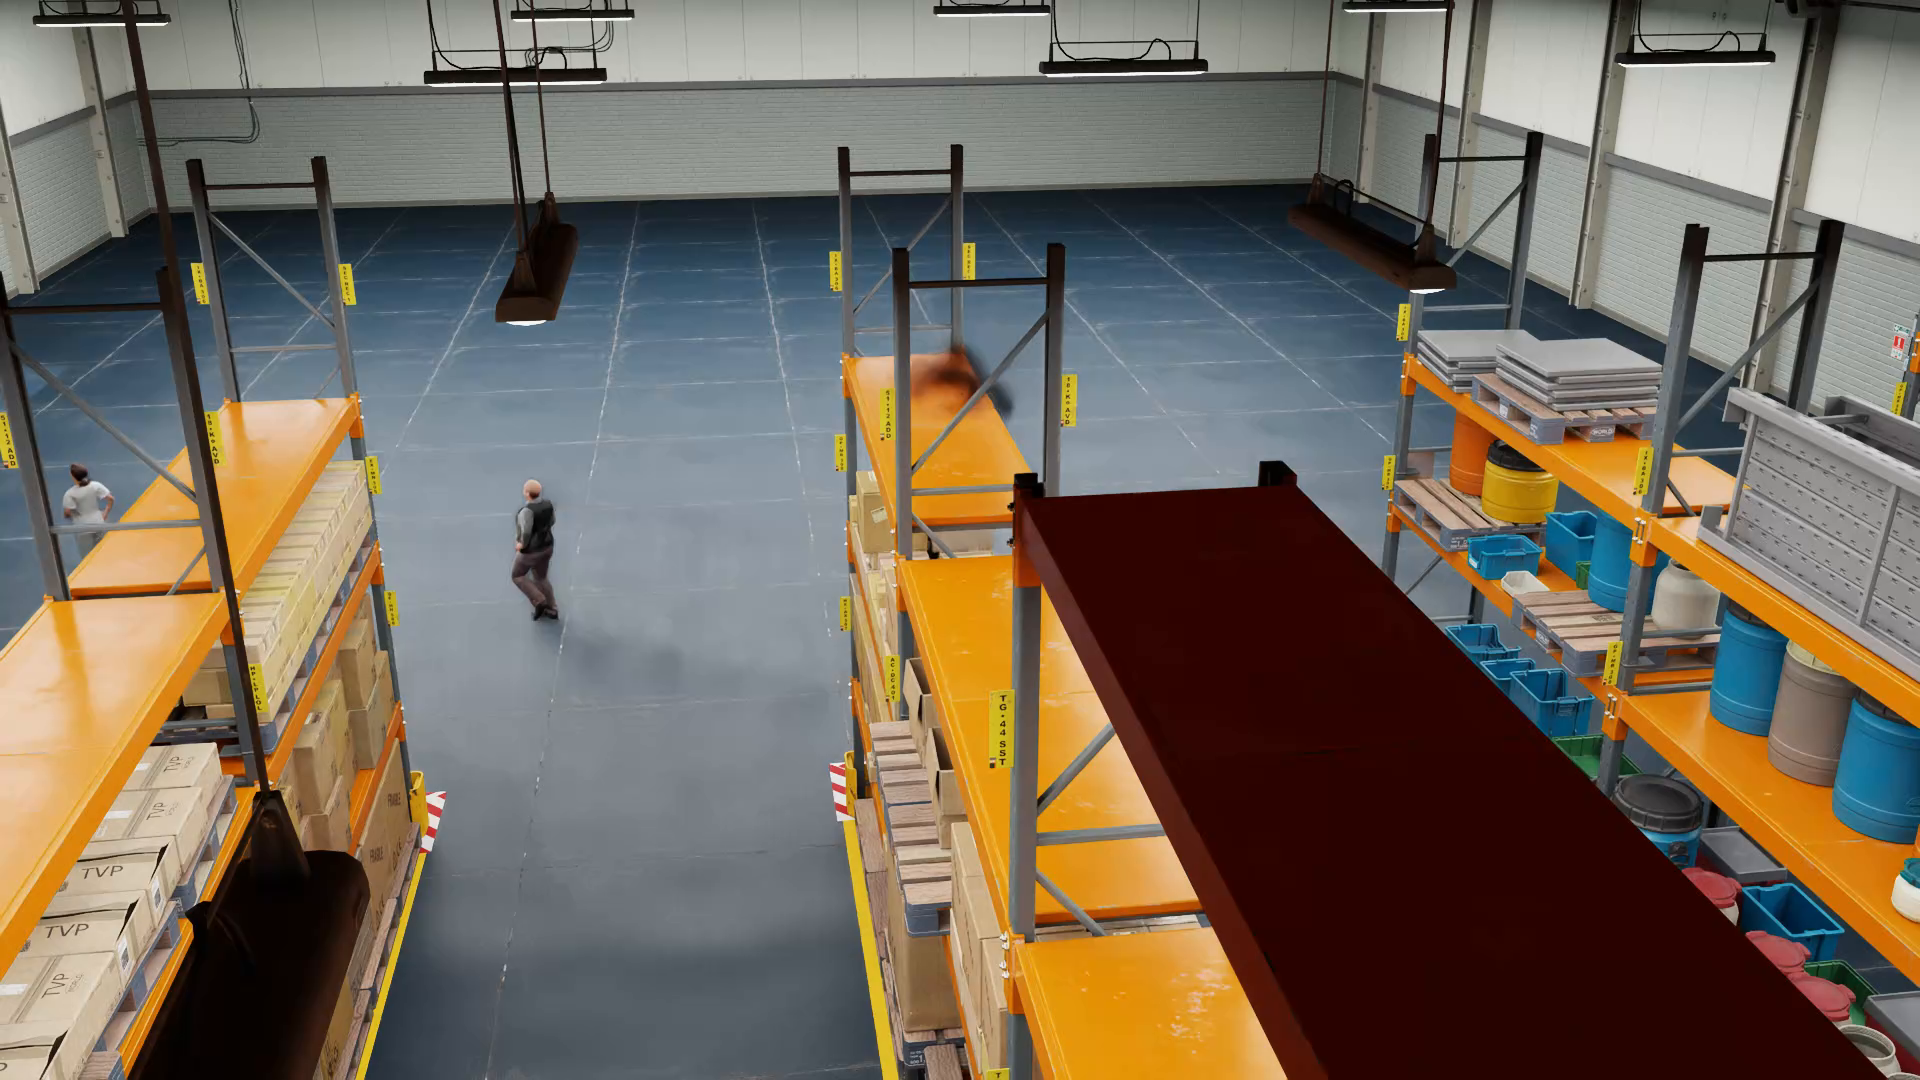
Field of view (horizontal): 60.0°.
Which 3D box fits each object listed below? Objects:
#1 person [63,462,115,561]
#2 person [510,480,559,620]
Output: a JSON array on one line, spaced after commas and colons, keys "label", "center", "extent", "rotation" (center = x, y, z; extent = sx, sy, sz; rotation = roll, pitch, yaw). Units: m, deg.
[{"label": "person", "center": [-10.409, -0.169, 19.862], "extent": [0.557, 1.627, 0.559], "rotation": [13, 25, 30]}, {"label": "person", "center": [-4.926, 0.101, 19.075], "extent": [0.606, 1.688, 0.646], "rotation": [13, 25, 29]}]
